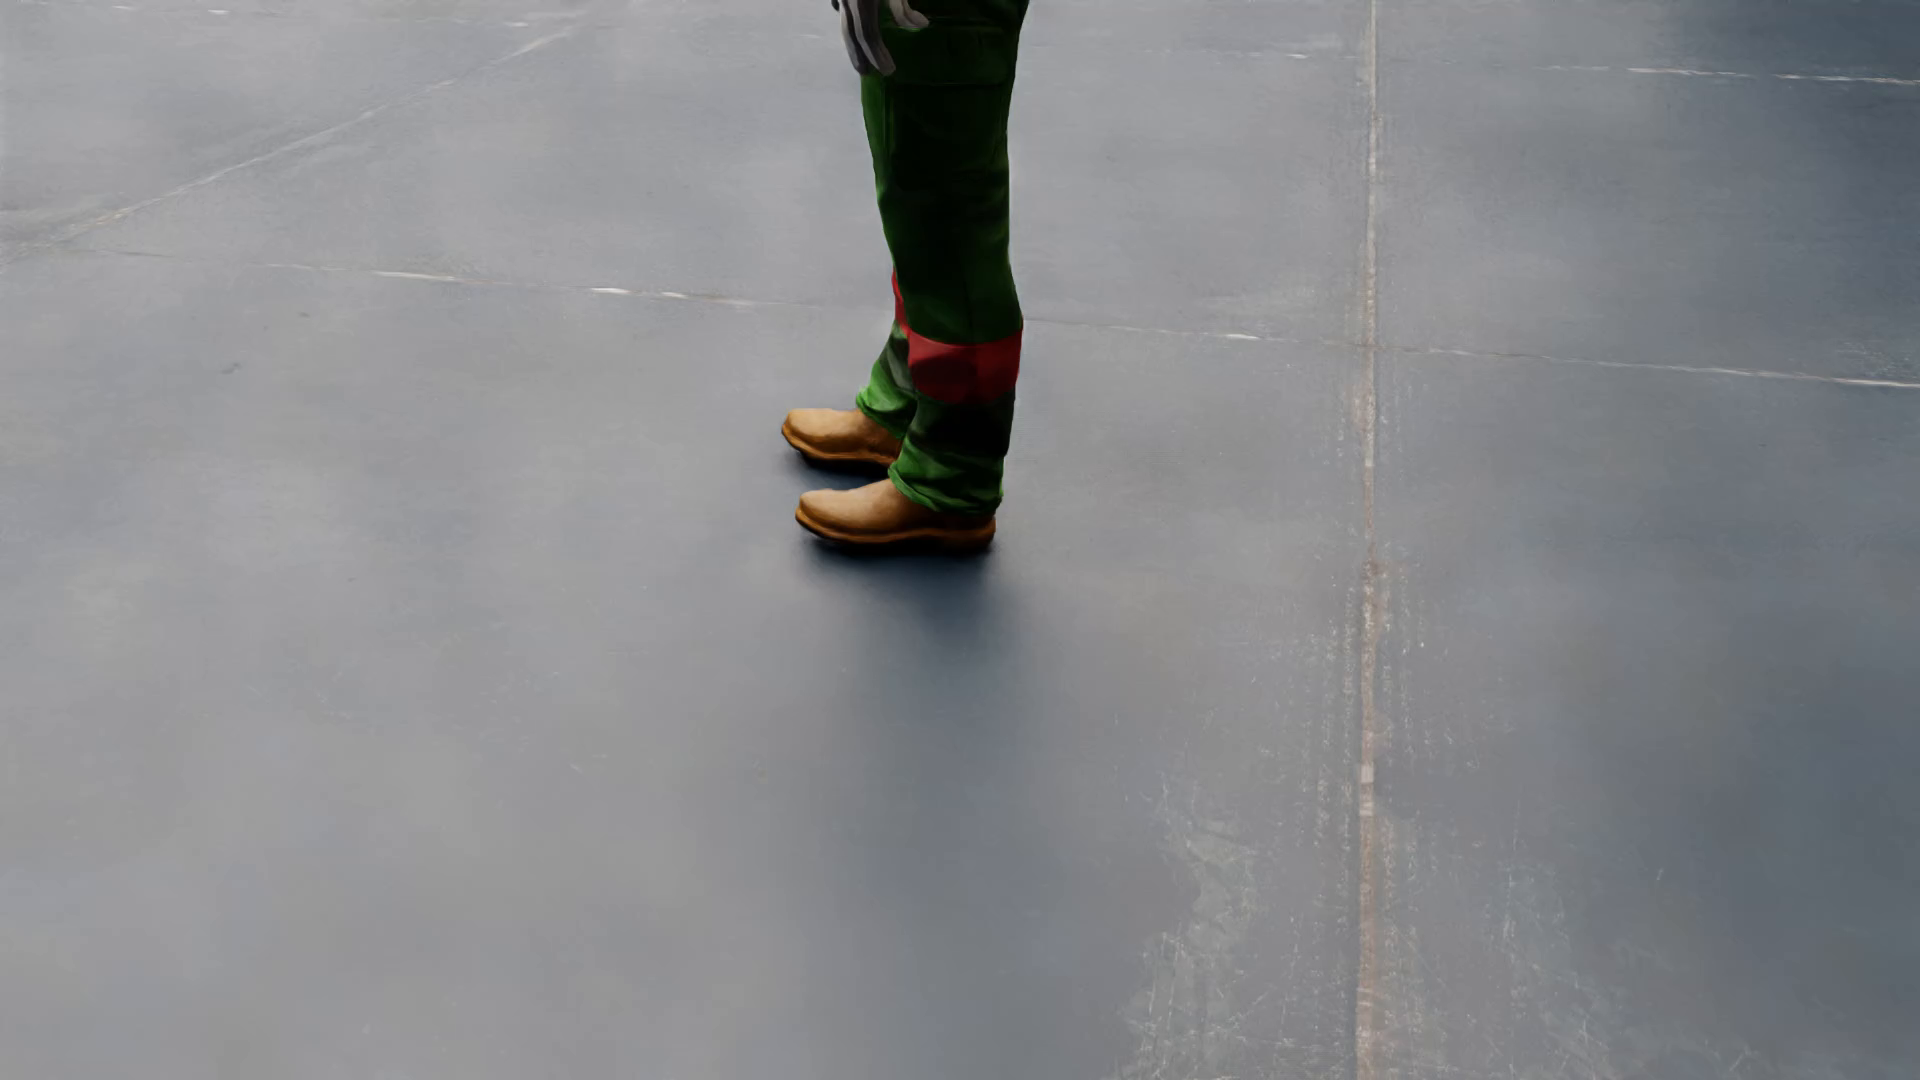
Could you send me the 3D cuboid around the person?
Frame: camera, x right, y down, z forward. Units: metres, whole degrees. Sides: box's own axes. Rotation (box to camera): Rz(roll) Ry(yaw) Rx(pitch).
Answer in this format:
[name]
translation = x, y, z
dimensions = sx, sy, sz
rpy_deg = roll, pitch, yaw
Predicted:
[person]
translation = -0.078, -0.818, 2.119
dimensions = 0.559, 1.787, 0.637
rpy_deg = 6, 27, 11
